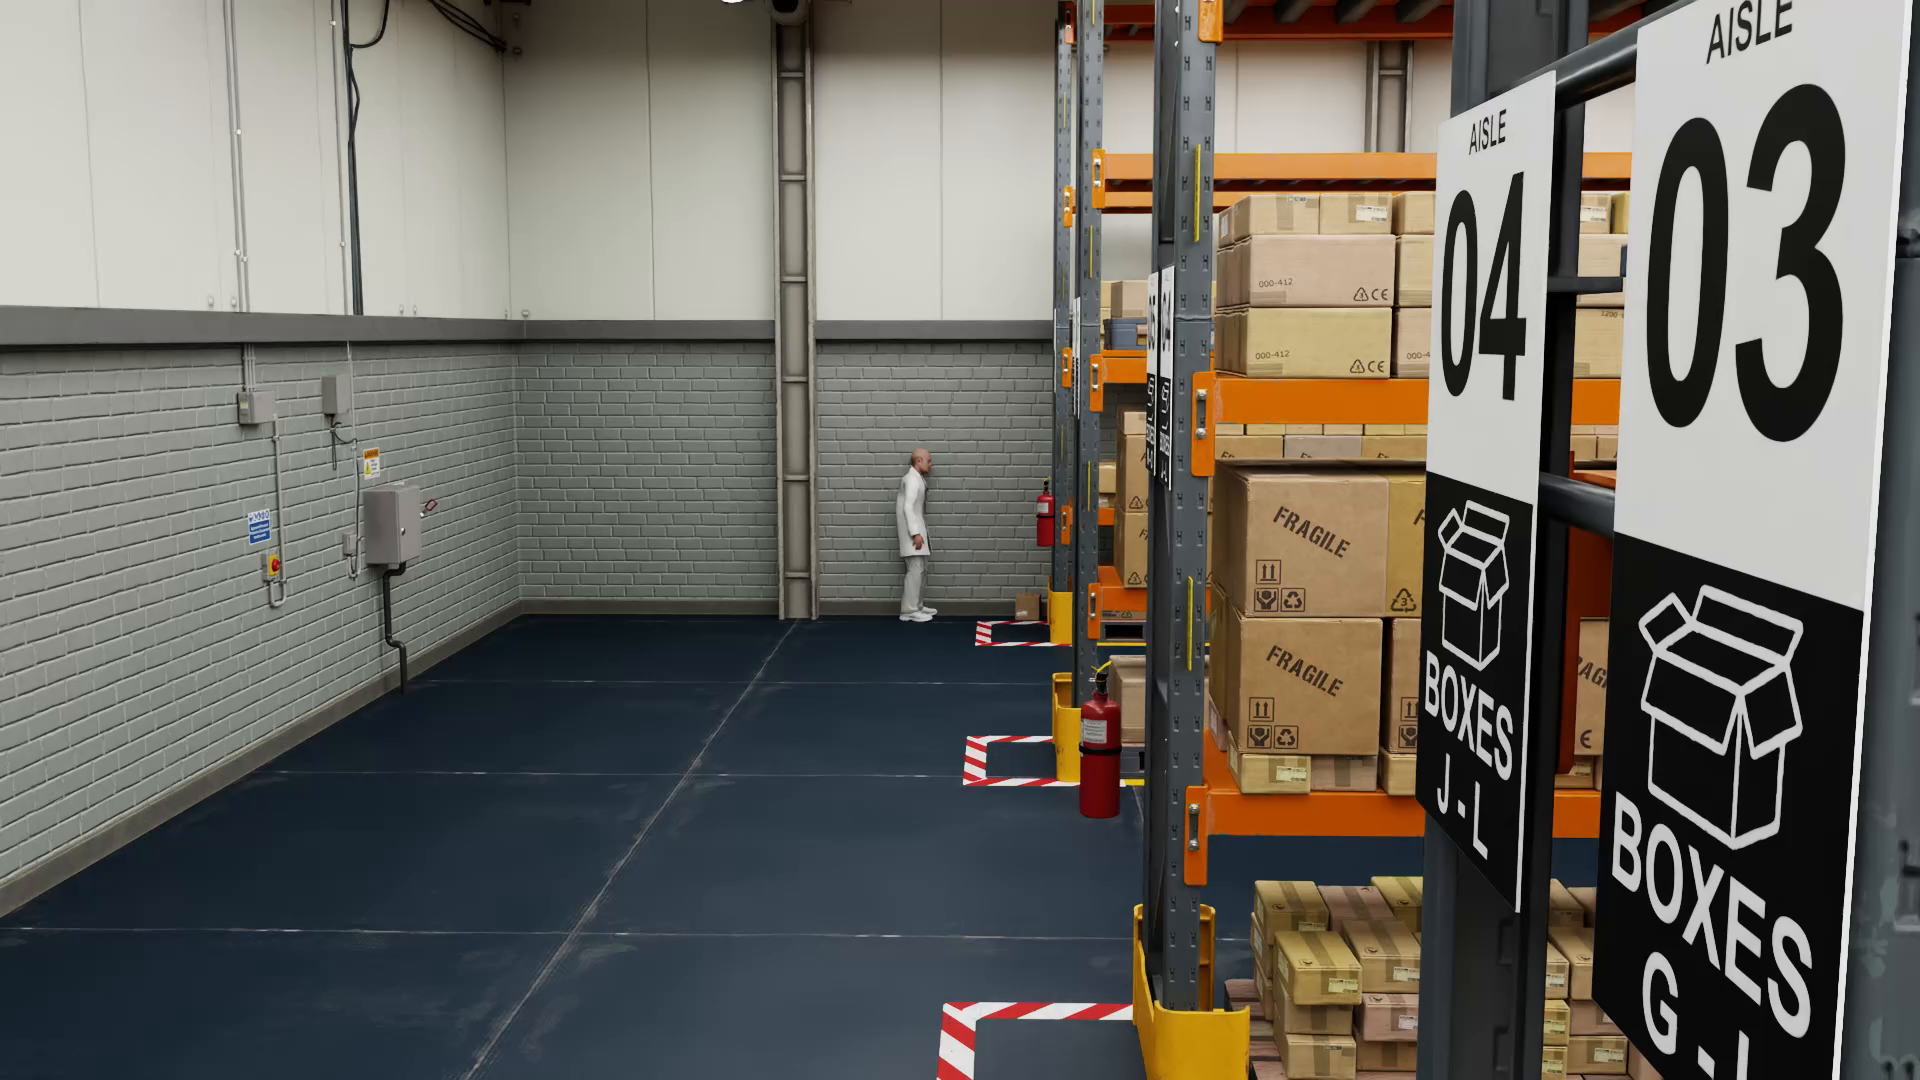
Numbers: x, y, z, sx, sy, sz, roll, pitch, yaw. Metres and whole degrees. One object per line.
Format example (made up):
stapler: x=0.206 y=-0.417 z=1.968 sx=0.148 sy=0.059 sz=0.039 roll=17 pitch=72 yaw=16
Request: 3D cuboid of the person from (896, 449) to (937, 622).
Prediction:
person: x=-0.459 y=-0.066 z=17.356 sx=0.416 sy=1.774 sz=0.656 roll=1 pitch=7 yaw=6
